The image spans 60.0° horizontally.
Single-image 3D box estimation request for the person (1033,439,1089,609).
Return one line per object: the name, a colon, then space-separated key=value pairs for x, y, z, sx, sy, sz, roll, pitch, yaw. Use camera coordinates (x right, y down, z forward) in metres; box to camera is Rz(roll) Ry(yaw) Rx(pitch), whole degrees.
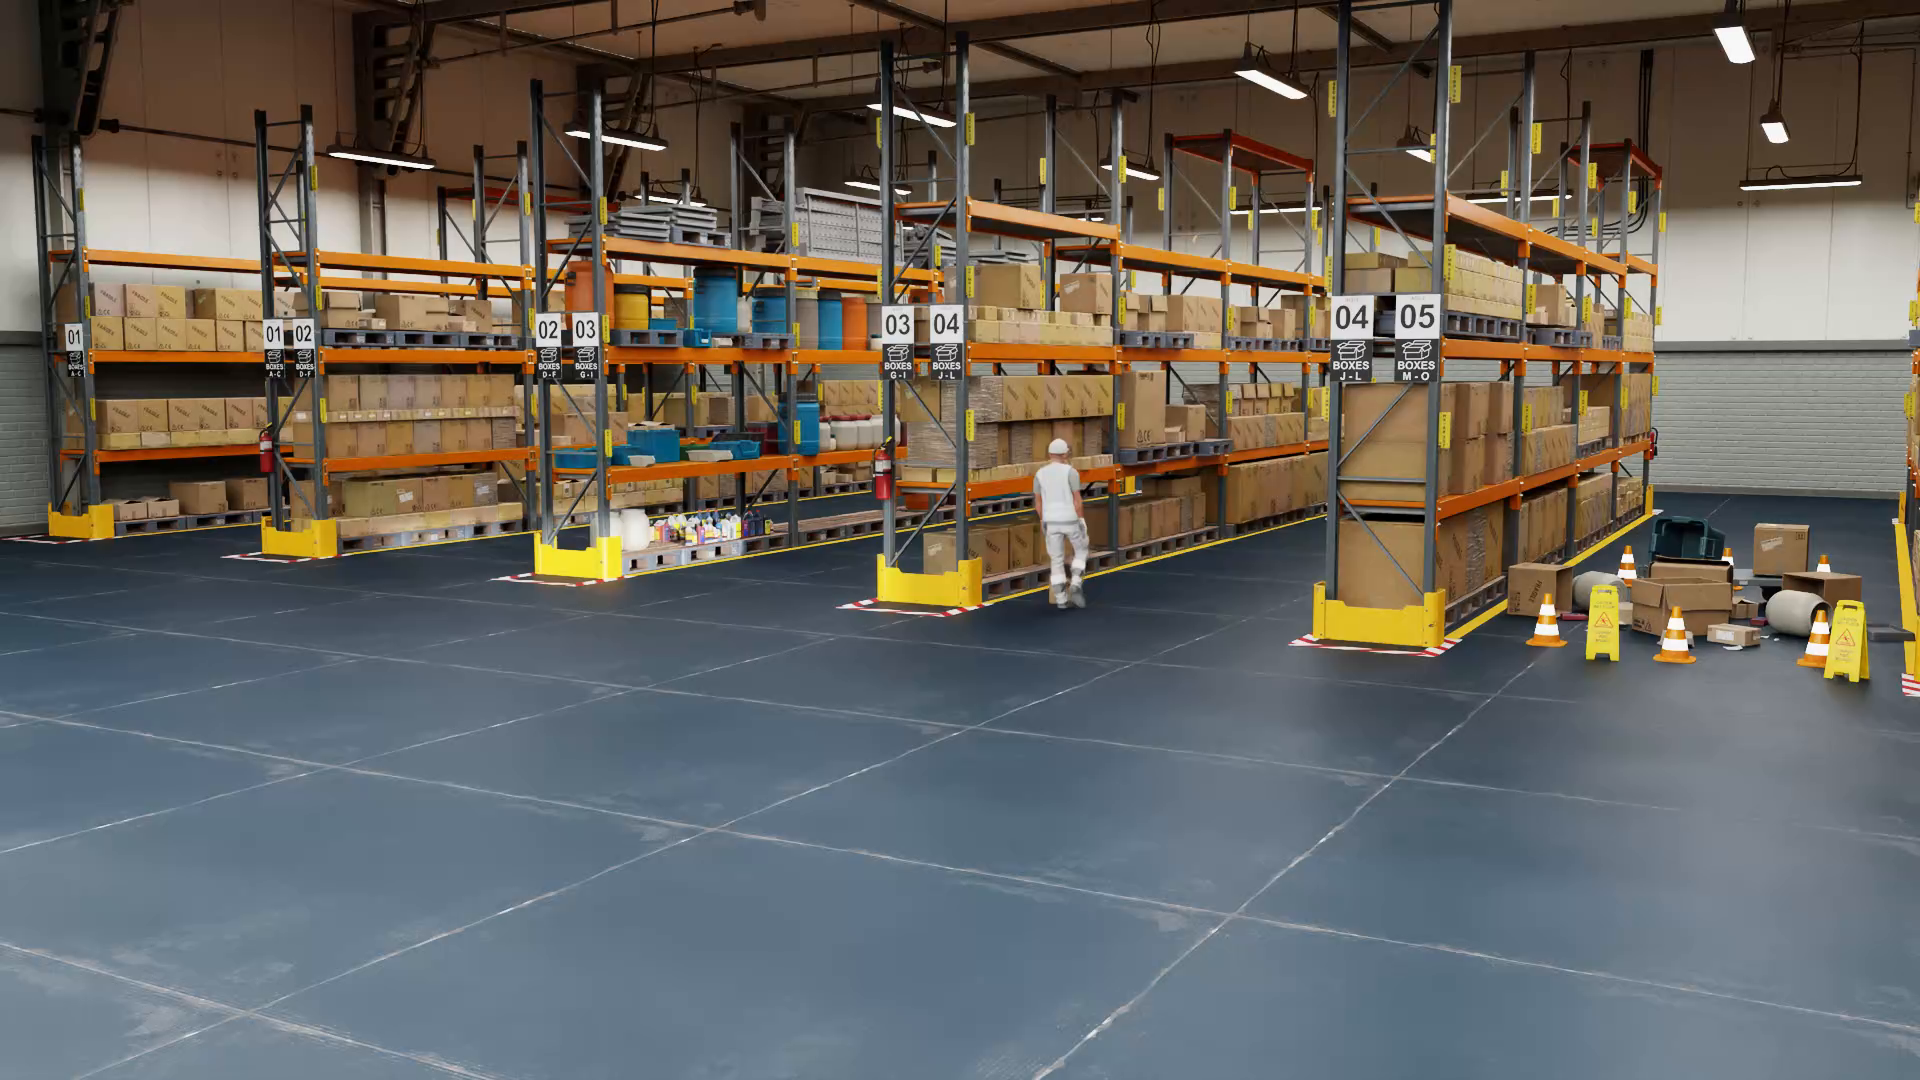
person: x=1.089 y=-0.180 z=17.602 sx=0.603 sy=1.788 sz=0.461 roll=2 pitch=6 yaw=20
